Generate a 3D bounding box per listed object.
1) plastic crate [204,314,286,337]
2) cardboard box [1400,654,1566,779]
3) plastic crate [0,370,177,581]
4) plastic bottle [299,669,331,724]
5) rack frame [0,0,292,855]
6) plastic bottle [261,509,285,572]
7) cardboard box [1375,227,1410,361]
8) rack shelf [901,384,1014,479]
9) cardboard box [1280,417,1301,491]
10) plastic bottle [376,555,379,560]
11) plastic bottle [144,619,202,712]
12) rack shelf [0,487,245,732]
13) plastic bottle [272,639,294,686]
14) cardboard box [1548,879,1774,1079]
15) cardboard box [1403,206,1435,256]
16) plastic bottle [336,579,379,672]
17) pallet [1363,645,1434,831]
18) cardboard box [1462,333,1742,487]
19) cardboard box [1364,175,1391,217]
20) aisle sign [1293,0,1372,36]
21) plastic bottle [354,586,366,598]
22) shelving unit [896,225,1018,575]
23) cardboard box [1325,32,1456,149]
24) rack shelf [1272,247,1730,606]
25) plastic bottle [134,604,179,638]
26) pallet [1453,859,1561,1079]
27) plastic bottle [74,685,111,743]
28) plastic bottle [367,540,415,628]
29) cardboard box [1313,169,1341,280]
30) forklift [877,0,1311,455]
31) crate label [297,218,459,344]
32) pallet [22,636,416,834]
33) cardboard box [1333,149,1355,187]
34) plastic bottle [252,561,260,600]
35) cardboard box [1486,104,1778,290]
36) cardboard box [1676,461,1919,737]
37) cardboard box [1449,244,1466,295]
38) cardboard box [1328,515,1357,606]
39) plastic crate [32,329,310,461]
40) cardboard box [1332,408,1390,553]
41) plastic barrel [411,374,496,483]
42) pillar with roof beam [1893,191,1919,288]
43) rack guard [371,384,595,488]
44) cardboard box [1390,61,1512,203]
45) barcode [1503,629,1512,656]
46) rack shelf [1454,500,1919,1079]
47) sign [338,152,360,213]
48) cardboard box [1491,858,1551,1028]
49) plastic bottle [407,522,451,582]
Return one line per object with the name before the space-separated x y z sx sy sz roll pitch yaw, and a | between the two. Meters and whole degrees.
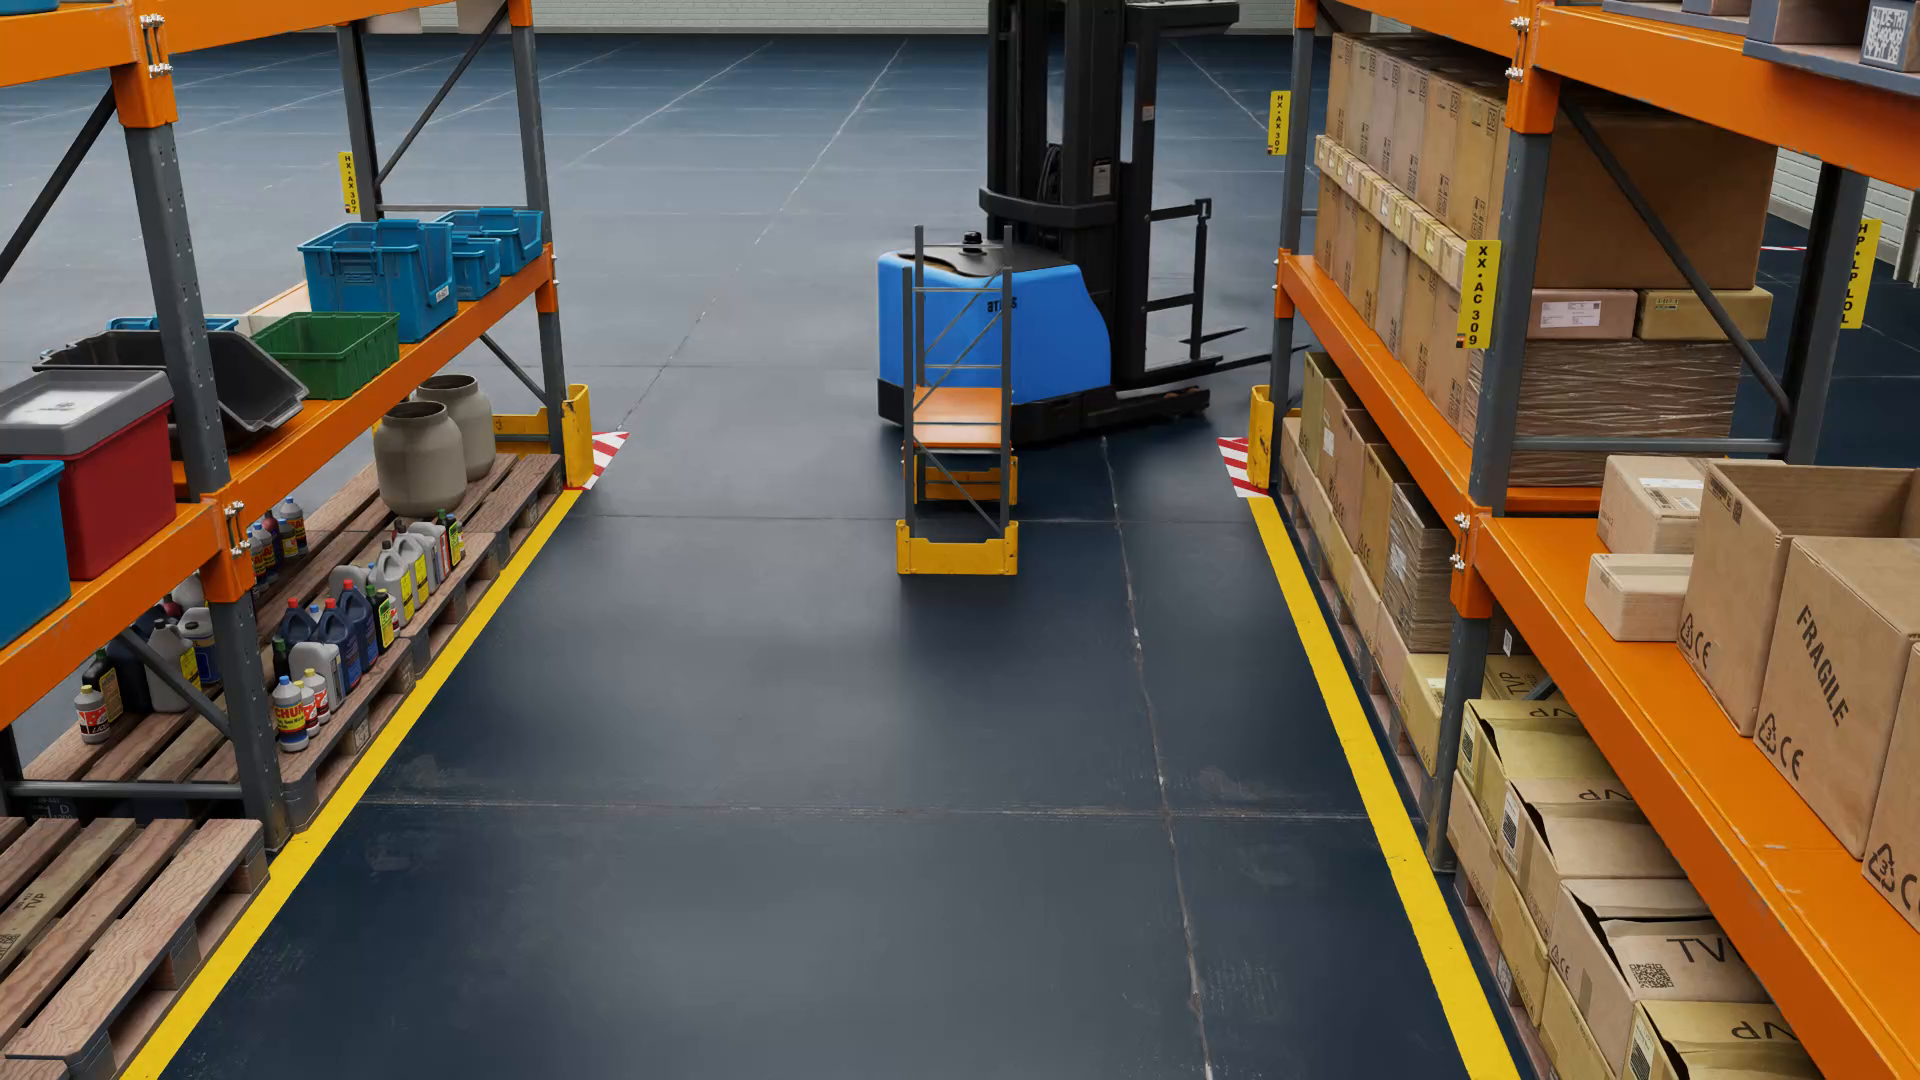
plastic crate | -3.055 -0.808 6.829 0.530 0.136 0.437 1 21 2
cardboard box | 1.896 0.631 5.977 0.500 0.250 0.500 1 21 2
plastic crate | -2.560 -0.192 4.790 0.402 0.464 0.583 1 21 2
plastic bottle | -2.397 0.575 6.162 0.097 0.201 0.097 0 21 0
rack frame | -2.851 -0.341 5.261 1.000 3.000 0.127 1 21 2
plastic bottle | -3.121 0.008 7.509 0.061 0.283 0.133 1 21 3
cardboard box | 2.151 -1.050 6.949 0.700 0.500 0.500 1 21 3
rack shelf | 0.003 -0.562 8.402 0.538 0.185 1.000 1 21 2
cardboard box | 1.983 -0.454 8.772 0.500 0.250 0.500 1 21 2
plastic bottle | -2.511 0.127 7.314 0.097 0.201 0.097 0 21 0
plastic bottle | -2.975 0.454 6.265 0.144 0.351 0.185 1 21 2
rack shelf | -2.912 0.718 3.527 1.077 0.370 4.000 1 21 2
plastic bottle | -2.527 0.492 6.262 0.061 0.283 0.133 1 21 2
cardboard box | 1.804 1.054 4.110 0.500 0.311 0.500 0 21 0
cardboard box | 1.934 -1.194 6.424 0.380 0.149 0.250 1 21 3
plastic bottle | -2.406 0.333 6.577 0.144 0.351 0.185 0 21 -1
pallet | 2.166 0.728 6.361 1.003 0.211 1.213 1 21 2
cardboard box | 2.107 -0.492 5.513 0.700 0.500 0.500 0 21 0
cardboard box | 1.958 -1.475 7.149 0.380 0.149 0.250 0 21 1
aisle sign | 1.918 -2.970 8.444 0.394 0.787 0.004 1 21 2
plastic bottle | -2.439 0.317 6.729 0.097 0.271 0.097 0 21 0
shelving unit | 0.002 -0.727 8.329 0.587 1.500 1.083 1 21 2
cardboard box | 2.193 -2.195 8.108 0.700 0.500 0.500 1 21 2
rack shelf | 2.161 -0.673 7.111 1.077 0.370 4.000 1 21 2
plastic bottle | -3.113 0.383 6.448 0.144 0.351 0.185 0 21 -1
pallet | 2.117 1.282 4.934 1.003 0.211 1.213 1 21 2
plastic bottle | -3.151 0.624 6.035 0.097 0.201 0.097 0 21 0
plastic bottle | -2.393 0.180 6.973 0.144 0.351 0.185 0 21 1
cardboard box | 2.195 -1.609 8.392 0.700 0.500 0.500 1 21 2
forklift | 0.977 -2.266 10.316 3.031 2.935 1.130 -15 26 -33
crate label | -2.515 -1.135 7.259 0.502 0.435 0.616 1 21 2
pallet | -2.789 0.717 6.390 1.003 0.211 1.213 1 21 2
cardboard box | 1.980 -1.755 7.871 0.380 0.149 0.250 1 21 2
plastic bottle | -3.112 0.160 7.229 0.097 0.201 0.097 0 21 0
cardboard box | 2.107 -1.097 5.278 0.700 0.500 0.500 1 21 2
cardboard box | 2.045 0.136 3.893 0.500 0.500 0.500 2 21 6
cardboard box | 1.909 -0.919 5.716 0.380 0.149 0.250 0 21 0
cardboard box | 1.936 0.089 7.375 0.500 0.250 0.500 1 21 2
plastic crate | -2.708 -0.500 5.756 0.767 0.338 0.504 1 21 2
cardboard box | 1.935 -0.261 7.239 0.500 0.500 0.500 1 21 2
plastic barrel | -2.673 -0.584 8.747 0.421 0.512 0.421 0 21 0
pillar with roof beam | 3.896 -6.429 12.659 9.100 9.000 0.400 1 21 2
rack guard | -2.684 -0.594 9.368 1.175 0.500 0.348 1 21 2
cardboard box | 2.153 -1.641 6.681 0.700 0.500 0.500 1 21 2
barcode | 1.676 0.315 5.090 0.001 0.075 0.075 1 21 2
rack shelf | 2.039 0.773 3.383 1.077 0.370 4.000 1 21 2
sign | -3.279 -1.924 8.958 0.100 0.325 0.005 1 21 2
cardboard box | 1.823 1.129 4.693 0.500 0.250 0.500 1 21 3
plastic bottle | -2.382 0.037 7.444 0.152 0.276 0.135 1 21 2
